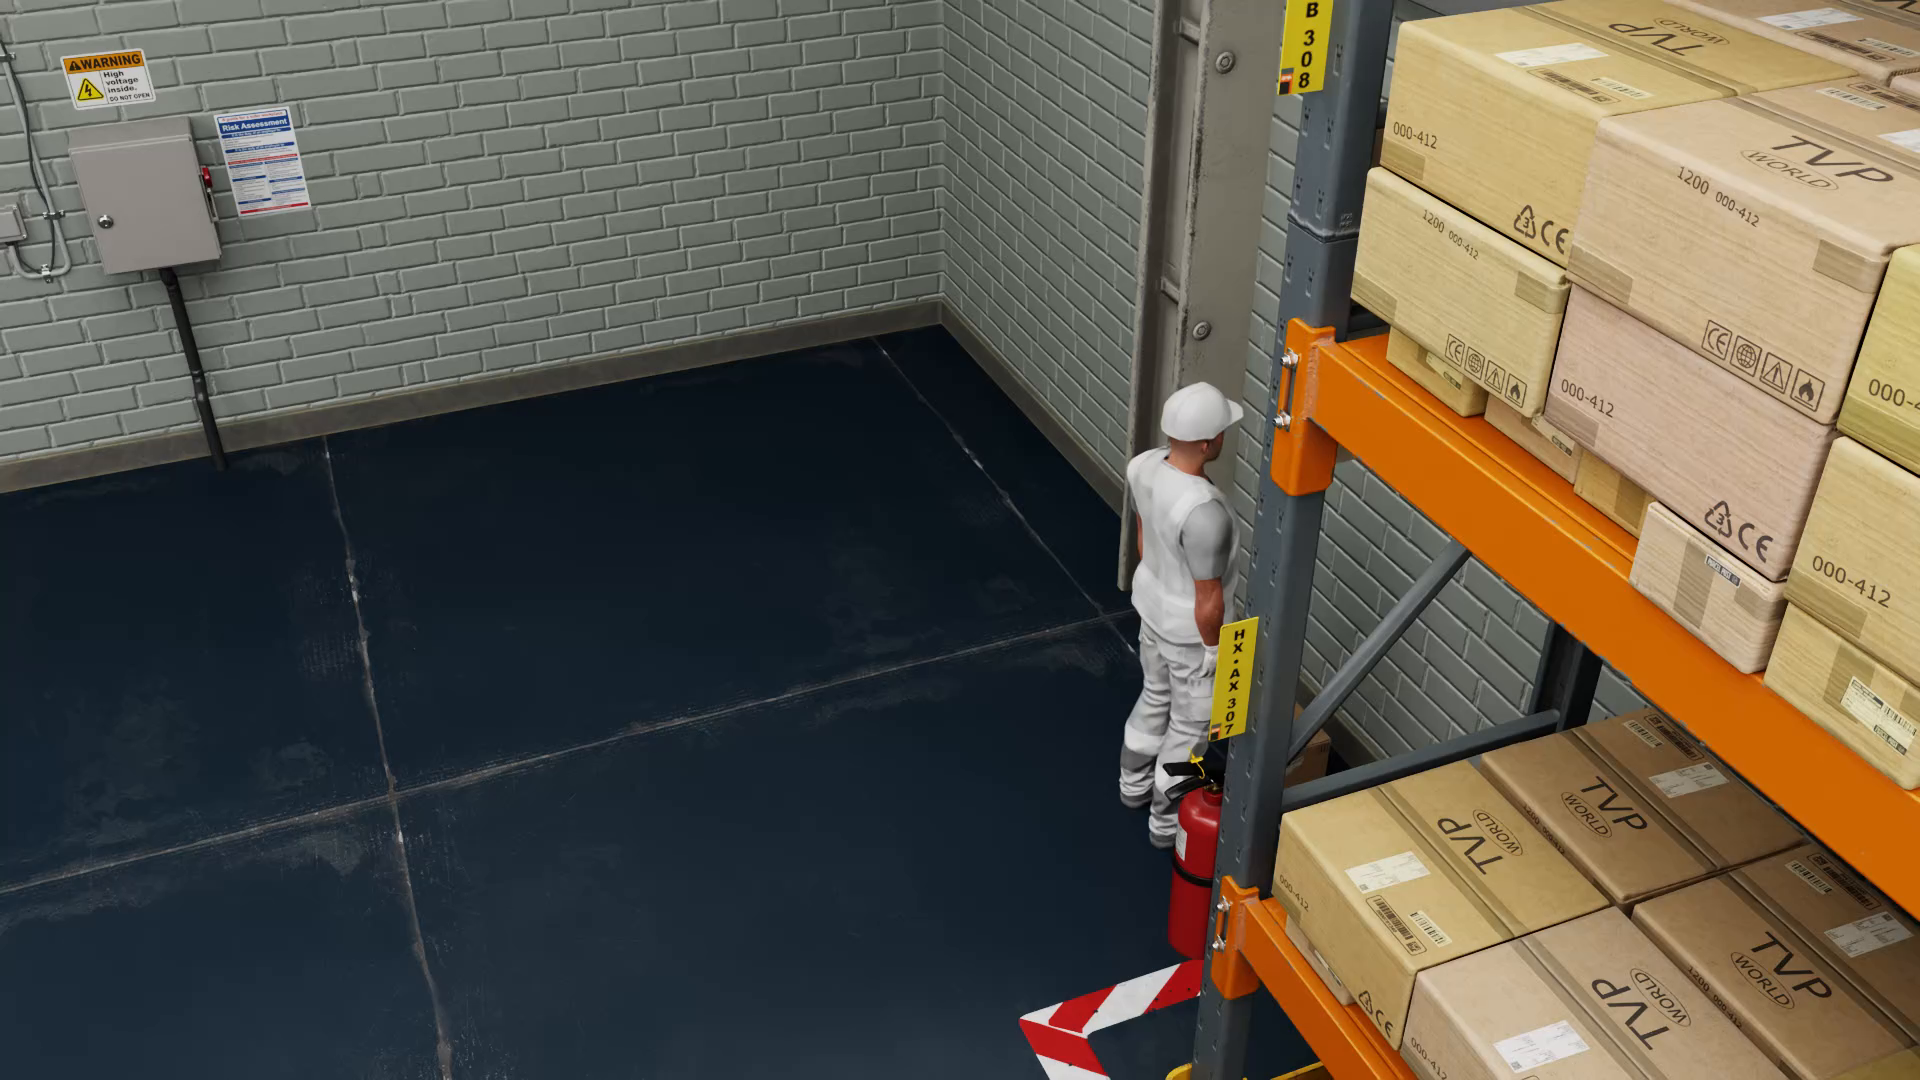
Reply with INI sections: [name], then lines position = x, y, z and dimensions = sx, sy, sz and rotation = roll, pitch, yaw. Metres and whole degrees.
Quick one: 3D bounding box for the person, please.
[person]
position = 0.762, 0.281, 5.734
dimensions = 0.340, 1.737, 0.518
rotation = -12, 35, -18
